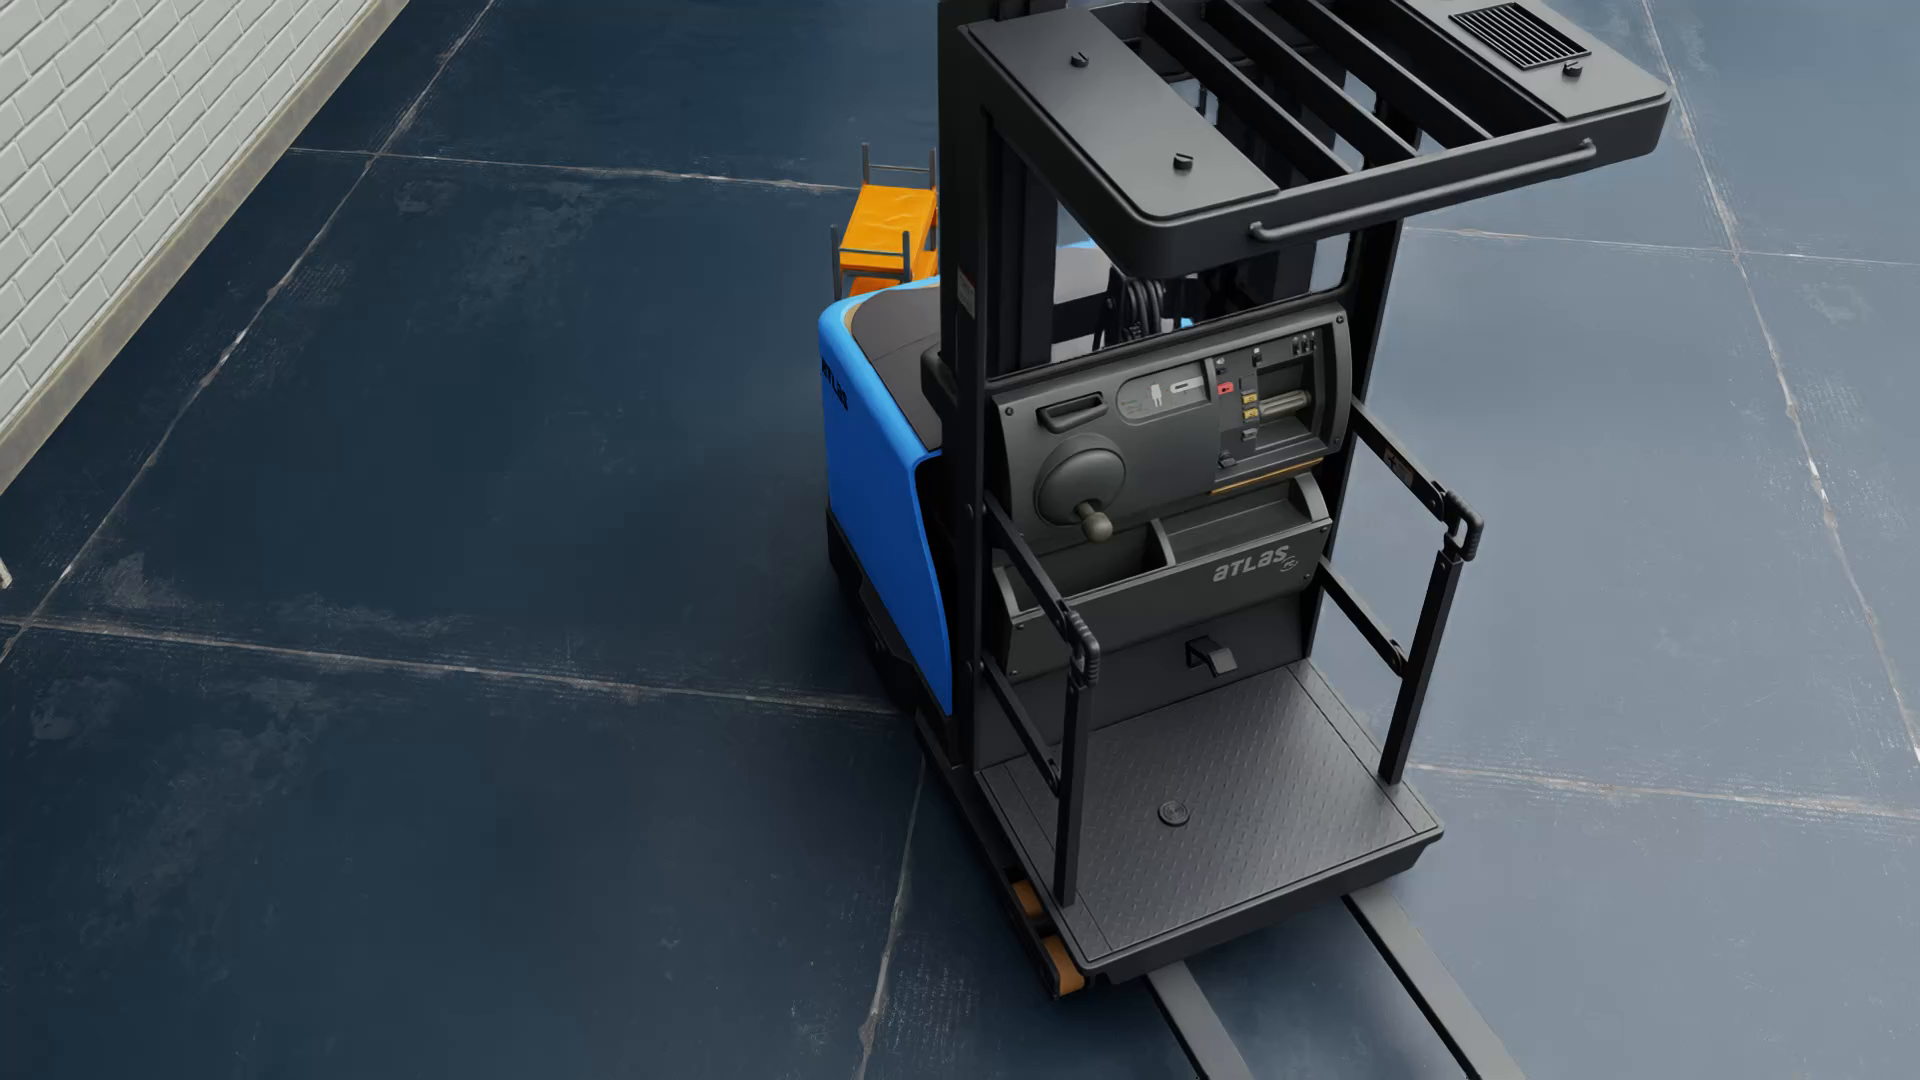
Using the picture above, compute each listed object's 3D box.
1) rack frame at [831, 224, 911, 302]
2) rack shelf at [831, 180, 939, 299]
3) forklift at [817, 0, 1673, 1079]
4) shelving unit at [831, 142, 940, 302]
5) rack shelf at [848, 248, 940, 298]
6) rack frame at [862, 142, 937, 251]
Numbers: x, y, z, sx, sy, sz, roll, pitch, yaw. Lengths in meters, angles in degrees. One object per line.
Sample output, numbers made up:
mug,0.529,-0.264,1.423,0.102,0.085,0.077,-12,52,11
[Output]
rack frame,-0.270,-0.498,5.403,0.240,1.200,0.015,6,44,6
rack shelf,-0.233,-0.949,5.308,0.258,0.148,0.480,6,44,6
forklift,0.612,-0.188,3.816,1.130,2.935,3.031,-17,46,-17
shelving unit,-0.233,-0.664,5.579,0.258,1.200,0.503,6,44,6
rack shelf,-0.233,-0.778,5.471,0.258,0.148,0.480,6,44,6
rack frame,-0.196,-0.830,5.754,0.240,1.200,0.015,6,44,6
